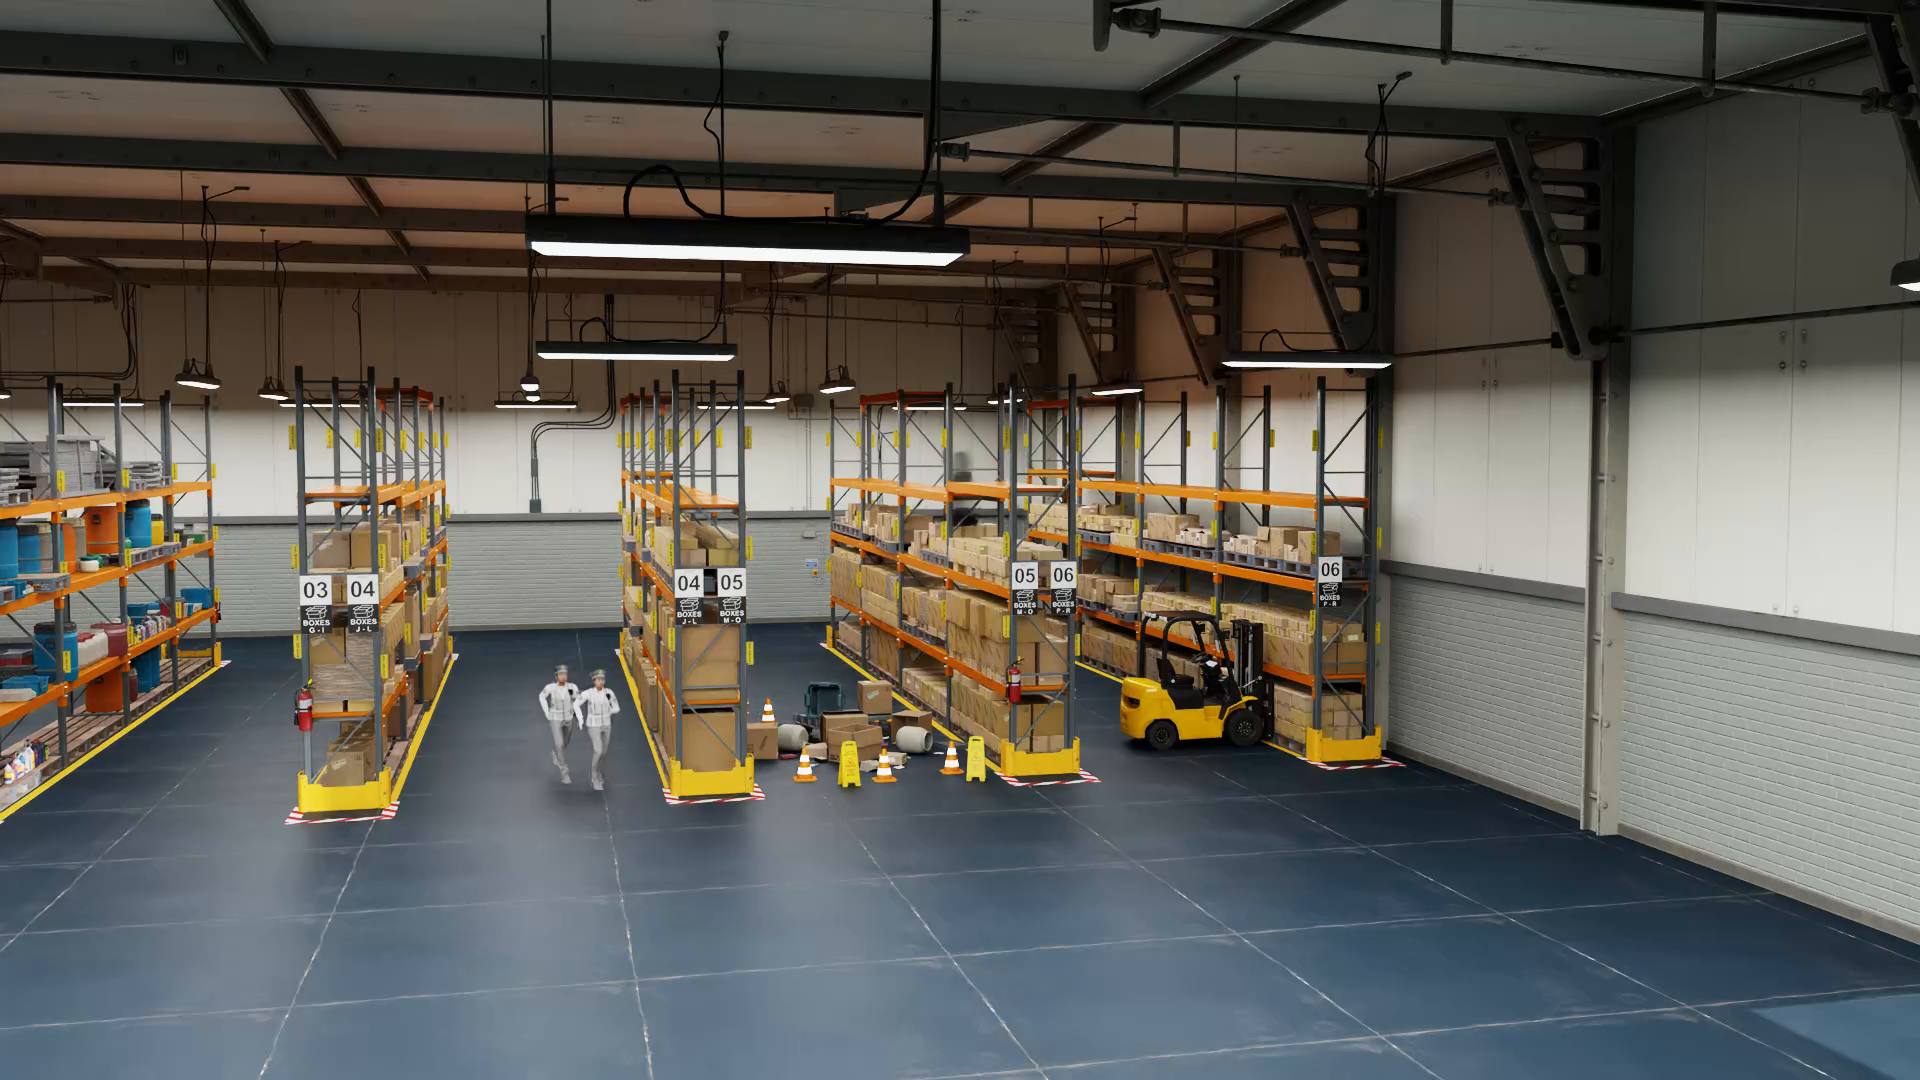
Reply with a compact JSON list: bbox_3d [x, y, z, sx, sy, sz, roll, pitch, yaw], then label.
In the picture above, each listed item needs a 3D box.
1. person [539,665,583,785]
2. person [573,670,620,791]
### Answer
[{"bbox_3d":[-5.903,2.701,24.672,0.579,1.734,1.049,-2,4,-31],"label":"person"},{"bbox_3d":[-5.207,2.730,23.974,0.581,1.744,0.735,-3,4,-36],"label":"person"}]
